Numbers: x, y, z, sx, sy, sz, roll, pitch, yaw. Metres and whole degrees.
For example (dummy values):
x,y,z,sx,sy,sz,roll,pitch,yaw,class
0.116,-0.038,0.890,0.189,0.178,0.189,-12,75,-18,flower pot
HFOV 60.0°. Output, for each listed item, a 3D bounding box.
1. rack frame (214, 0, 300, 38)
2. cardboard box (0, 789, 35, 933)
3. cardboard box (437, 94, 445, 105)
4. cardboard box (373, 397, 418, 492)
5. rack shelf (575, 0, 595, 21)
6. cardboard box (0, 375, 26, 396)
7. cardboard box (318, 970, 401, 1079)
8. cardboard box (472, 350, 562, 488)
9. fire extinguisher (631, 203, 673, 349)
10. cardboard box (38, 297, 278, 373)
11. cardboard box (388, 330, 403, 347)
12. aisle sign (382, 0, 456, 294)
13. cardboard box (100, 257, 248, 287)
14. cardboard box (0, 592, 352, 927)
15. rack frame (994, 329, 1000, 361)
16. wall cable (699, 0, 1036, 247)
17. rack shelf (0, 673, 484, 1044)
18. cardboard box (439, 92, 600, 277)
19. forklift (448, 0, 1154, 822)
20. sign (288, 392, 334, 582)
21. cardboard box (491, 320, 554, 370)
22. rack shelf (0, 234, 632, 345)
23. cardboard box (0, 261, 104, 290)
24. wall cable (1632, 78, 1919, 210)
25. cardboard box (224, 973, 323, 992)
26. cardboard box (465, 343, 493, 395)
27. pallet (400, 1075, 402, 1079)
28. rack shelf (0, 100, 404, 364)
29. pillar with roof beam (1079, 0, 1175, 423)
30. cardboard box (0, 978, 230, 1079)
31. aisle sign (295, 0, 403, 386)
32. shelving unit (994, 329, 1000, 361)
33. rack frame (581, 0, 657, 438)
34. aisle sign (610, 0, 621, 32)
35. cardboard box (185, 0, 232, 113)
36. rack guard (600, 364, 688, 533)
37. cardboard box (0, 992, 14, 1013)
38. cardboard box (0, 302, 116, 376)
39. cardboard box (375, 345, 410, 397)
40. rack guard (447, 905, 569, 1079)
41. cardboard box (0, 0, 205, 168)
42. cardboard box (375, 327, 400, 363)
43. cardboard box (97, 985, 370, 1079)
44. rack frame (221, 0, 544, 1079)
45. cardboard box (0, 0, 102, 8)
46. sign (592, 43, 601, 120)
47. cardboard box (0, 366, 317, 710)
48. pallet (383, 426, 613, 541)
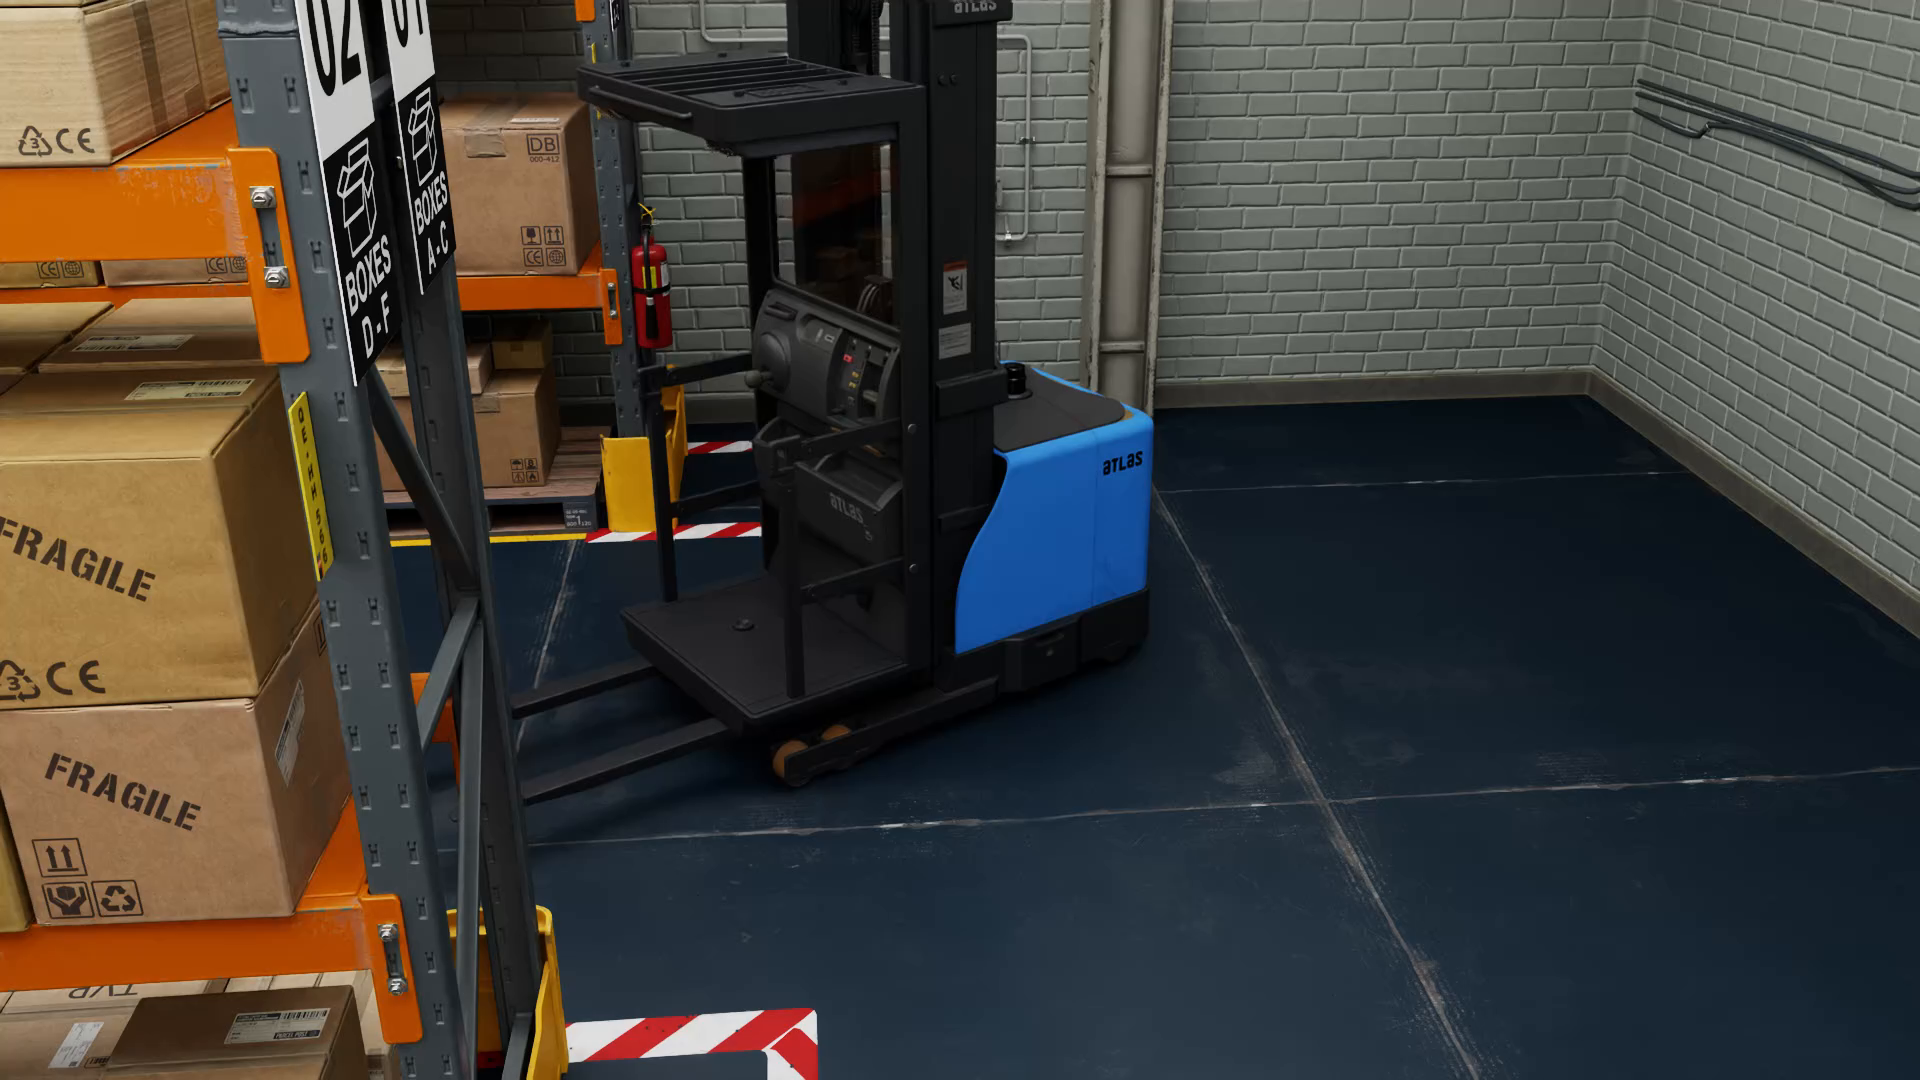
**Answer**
x,y,z,sx,sy,sz,roll,pitch,yaw,class
-1.185,-2.386,2.539,0.127,3.000,1.000,-2,24,-5,rack frame
-2.120,0.460,3.400,0.500,0.500,0.500,-2,24,-5,cardboard box
-2.905,-1.726,8.070,0.700,0.700,0.980,-2,24,-6,cardboard box
-2.860,-0.608,8.485,0.500,0.500,0.700,-2,24,-5,cardboard box
-3.666,-2.609,7.619,4.000,0.370,1.077,-2,24,-5,rack shelf
-2.103,0.002,3.198,0.500,0.500,0.500,-2,24,-4,cardboard box
-1.635,1.335,4.522,0.250,0.149,0.380,-2,24,-5,cardboard box
-2.362,-0.628,8.530,0.500,0.500,0.700,-2,24,-5,cardboard box
-1.480,-1.260,7.947,0.183,0.674,0.296,-2,24,-5,fire extinguisher
-1.652,-0.236,3.734,0.500,0.500,0.500,-2,24,-4,cardboard box
-2.762,-0.990,8.545,0.250,0.149,0.380,-2,24,-5,cardboard box
-1.146,-0.954,3.503,0.004,0.787,0.394,-2,24,-5,aisle sign
-3.665,-1.699,8.010,0.700,0.700,0.980,-3,24,-8,cardboard box
-1.604,0.438,3.449,0.500,0.500,0.500,-2,24,-4,cardboard box
0.175,-0.487,8.053,0.008,1.050,0.200,-2,24,-5,rack frame
-0.494,-2.544,9.031,1.851,1.984,0.084,-2,24,-5,wall cable
-3.175,0.764,3.724,4.000,0.370,1.077,-2,24,-5,rack shelf
-2.182,-1.759,8.146,0.700,0.700,0.980,-1,24,-3,cardboard box
-0.681,-0.666,6.140,3.031,2.935,1.130,-17,29,-33,forklift
-1.150,-0.093,2.952,0.005,0.325,0.100,-2,24,-5,sign
-2.257,-1.010,8.592,0.250,0.149,0.380,-2,24,-5,cardboard box
-3.666,-1.238,8.228,4.000,0.370,1.077,-2,24,-5,rack shelf
-4.388,-1.666,7.936,0.700,0.700,0.980,-3,24,-6,cardboard box
3.988,-3.051,7.857,0.112,2.526,3.097,-2,24,-5,wall cable
-1.884,1.337,4.496,0.250,0.166,0.380,-2,24,-5,cardboard box
-2.472,-0.846,8.221,0.250,0.149,0.380,-3,24,-6,cardboard box
-2.054,1.665,4.245,1.213,0.211,1.003,-2,24,-5,pallet
-3.175,-0.607,3.115,4.000,0.370,1.077,-2,24,-5,rack shelf
1.350,-3.105,4.158,0.400,9.000,9.100,-2,24,-5,pillar with roof beam
-2.251,1.338,4.391,0.500,0.250,0.500,-2,24,-5,cardboard box
-1.087,-0.711,2.957,0.004,0.787,0.394,-2,24,-5,aisle sign
0.053,-0.482,8.042,0.252,1.050,0.215,-2,24,-5,shelving unit
-1.675,-1.647,8.262,0.127,3.000,1.000,-2,24,-5,rack frame
-1.574,-2.716,7.467,0.004,0.787,0.394,-2,24,-5,aisle sign
-1.721,-1.029,3.364,0.500,0.250,0.500,-2,24,-5,cardboard box
-1.652,-0.505,8.772,0.348,0.500,1.175,-2,24,-5,rack guard
-2.749,1.358,4.346,0.500,0.250,0.500,-2,24,-5,cardboard box
-2.172,-0.212,3.680,0.500,0.500,0.500,-2,24,-5,cardboard box
-2.726,-0.835,8.198,0.250,0.149,0.380,-2,24,-4,cardboard box
-1.260,1.501,4.258,0.348,0.500,1.175,-2,24,-5,rack guard
-1.670,-0.820,2.893,0.500,0.250,0.500,-2,24,-5,cardboard box
-3.011,-0.980,8.523,0.250,0.149,0.380,-2,24,-5,cardboard box
-1.702,1.418,3.903,0.500,0.500,0.500,-2,24,-5,cardboard box
-1.185,0.355,3.757,0.127,3.000,1.000,-2,24,-5,rack frame
-1.671,-1.052,2.799,0.500,0.250,0.500,-2,24,-5,cardboard box
-1.636,-2.064,7.484,0.005,0.325,0.100,-2,24,-5,sign
-1.601,-0.018,3.244,0.500,0.500,0.500,-3,24,-6,cardboard box
-2.463,-0.309,8.685,1.213,0.211,1.003,-2,24,-5,pallet
